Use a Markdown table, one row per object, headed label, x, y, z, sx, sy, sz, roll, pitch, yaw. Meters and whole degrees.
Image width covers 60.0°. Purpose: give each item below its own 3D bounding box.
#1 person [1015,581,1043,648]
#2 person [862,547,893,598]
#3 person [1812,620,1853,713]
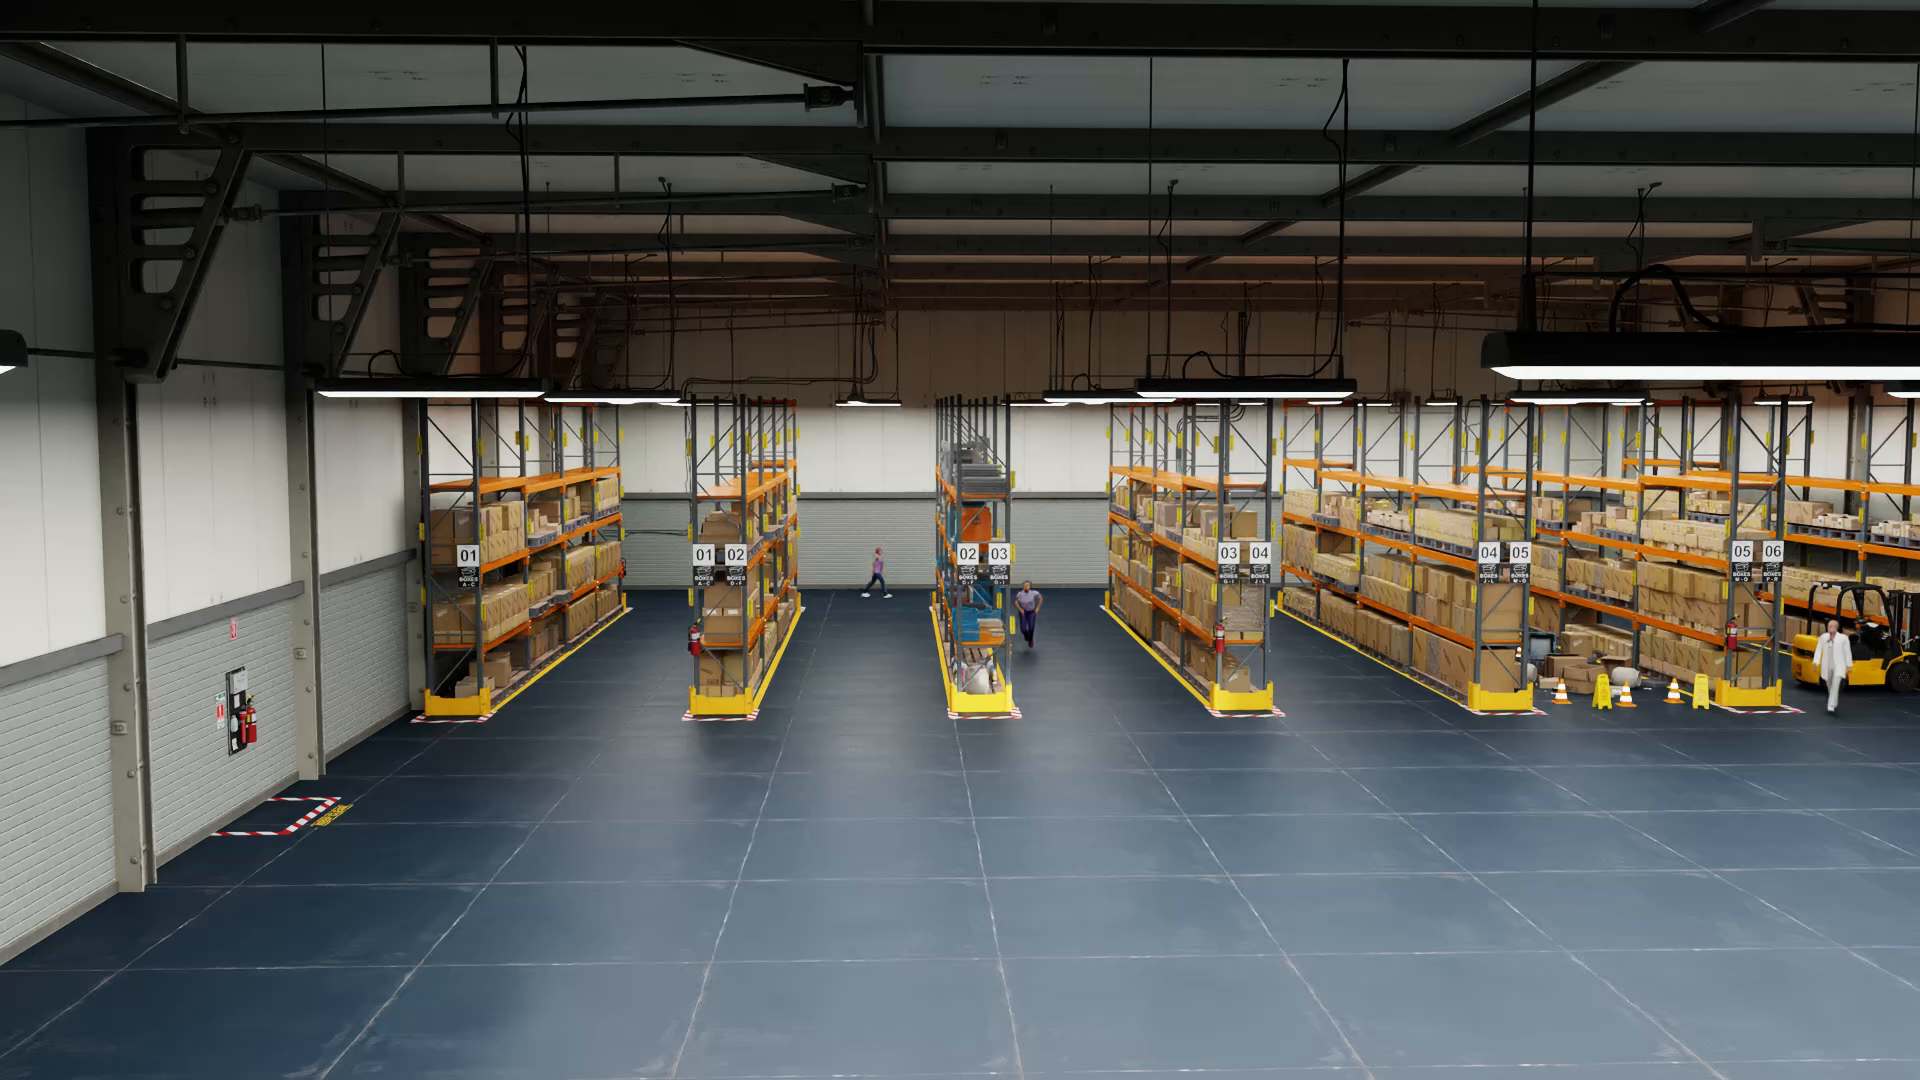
| label | x | y | z | sx | sy | sz | roll | pitch | yaw |
| --- | --- | --- | --- | --- | --- | --- | --- | --- | --- |
| person | 1.607 | 1.743 | 38.917 | 0.648 | 1.571 | 0.750 | 0 | 5 | 6 |
| person | -2.499 | 0.974 | 50.398 | 0.981 | 1.536 | 0.396 | 0 | 5 | 5 |
| person | 16.507 | 2.373 | 31.476 | 0.648 | 1.714 | 1.186 | 4 | 6 | 42 |
